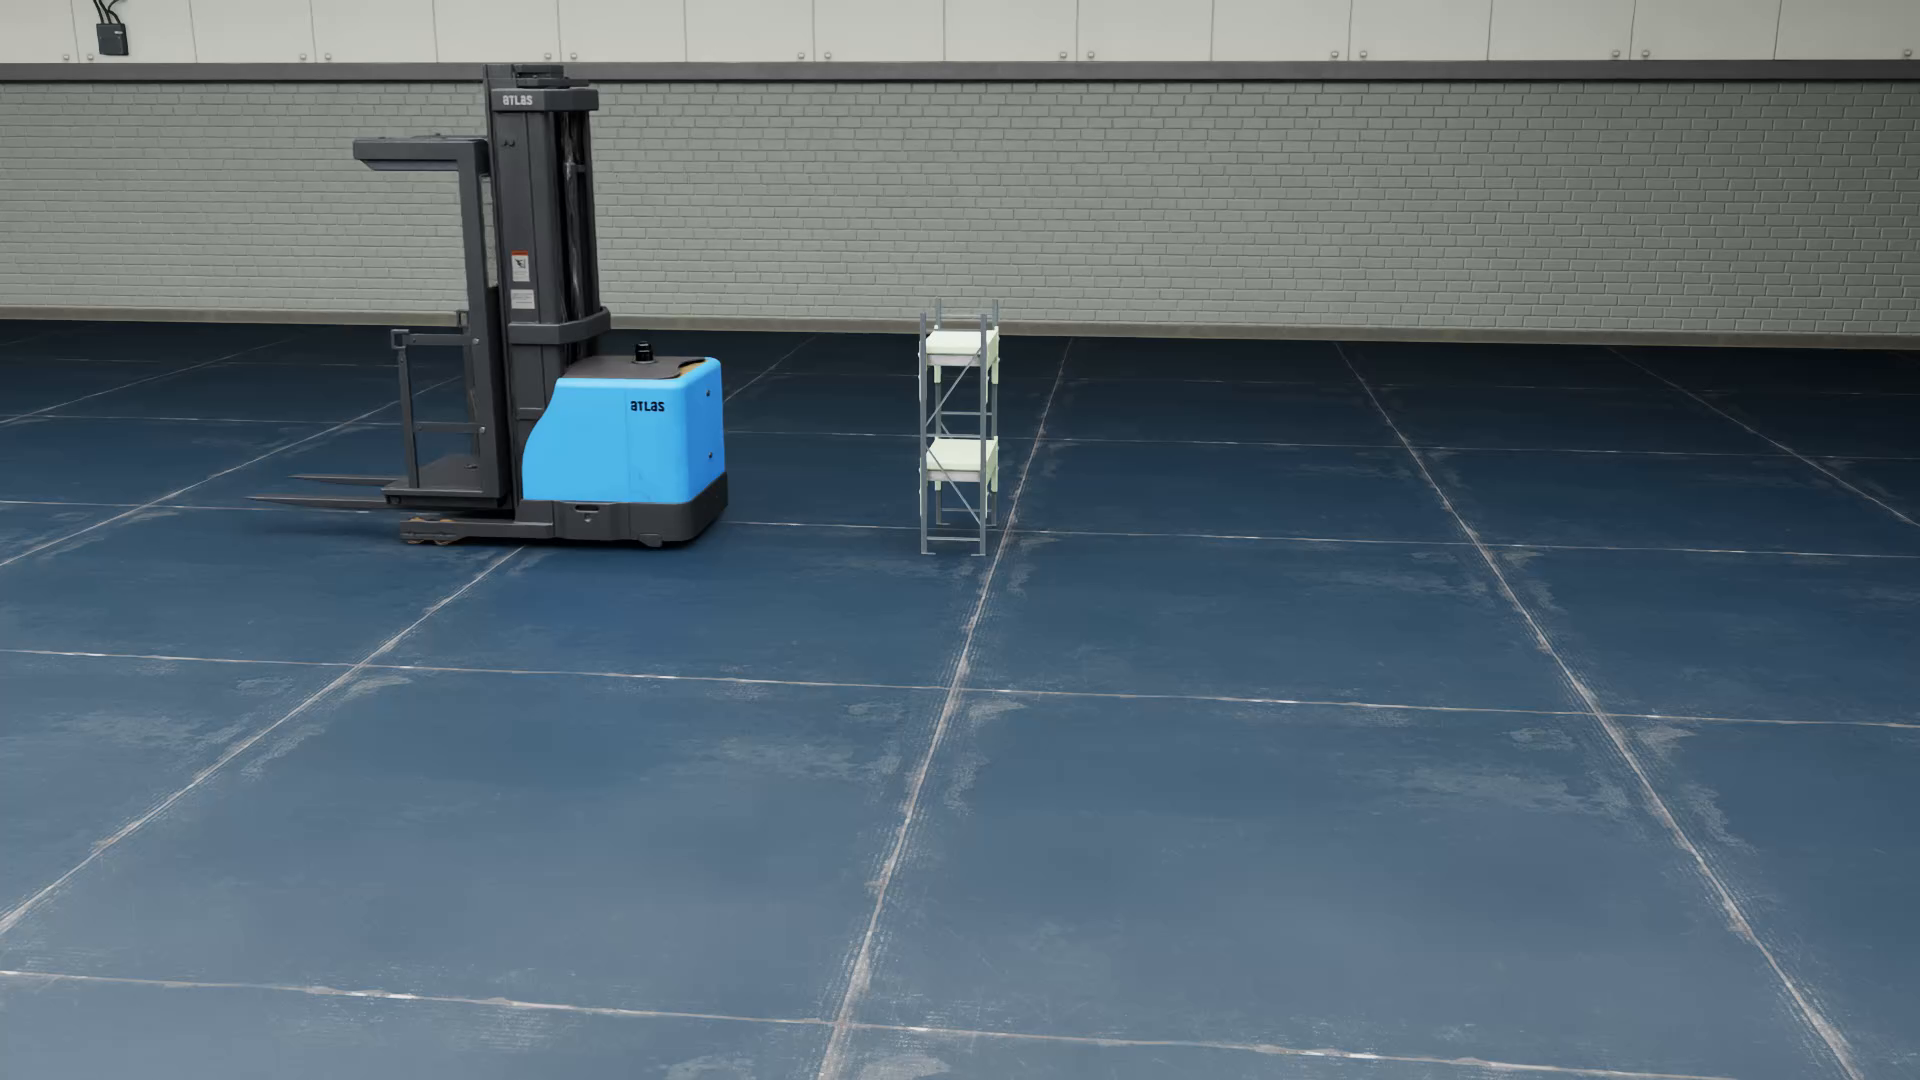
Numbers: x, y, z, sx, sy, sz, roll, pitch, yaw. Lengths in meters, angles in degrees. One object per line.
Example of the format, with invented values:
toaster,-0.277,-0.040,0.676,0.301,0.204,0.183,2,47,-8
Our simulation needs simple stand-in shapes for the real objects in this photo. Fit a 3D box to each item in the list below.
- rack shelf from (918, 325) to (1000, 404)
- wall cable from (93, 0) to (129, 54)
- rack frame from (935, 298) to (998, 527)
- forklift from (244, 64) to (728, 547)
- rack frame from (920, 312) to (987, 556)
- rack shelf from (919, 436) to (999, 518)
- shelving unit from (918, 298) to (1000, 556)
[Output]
rack shelf,0.001,-1.102,10.371,0.431,0.370,0.720,2,15,6
wall cable,-9.123,-8.673,18.980,2.305,6.003,0.169,2,15,6
rack frame,0.042,-0.821,10.824,0.400,1.500,0.023,2,15,6
forklift,-3.123,-1.516,10.653,3.031,2.935,1.130,2,15,6
rack frame,-0.041,-0.631,10.122,0.400,1.500,0.023,2,15,6
rack shelf,0.001,-0.411,10.558,0.431,0.370,0.720,2,15,6
shelving unit,0.001,-0.726,10.473,0.431,1.500,0.755,2,15,6
